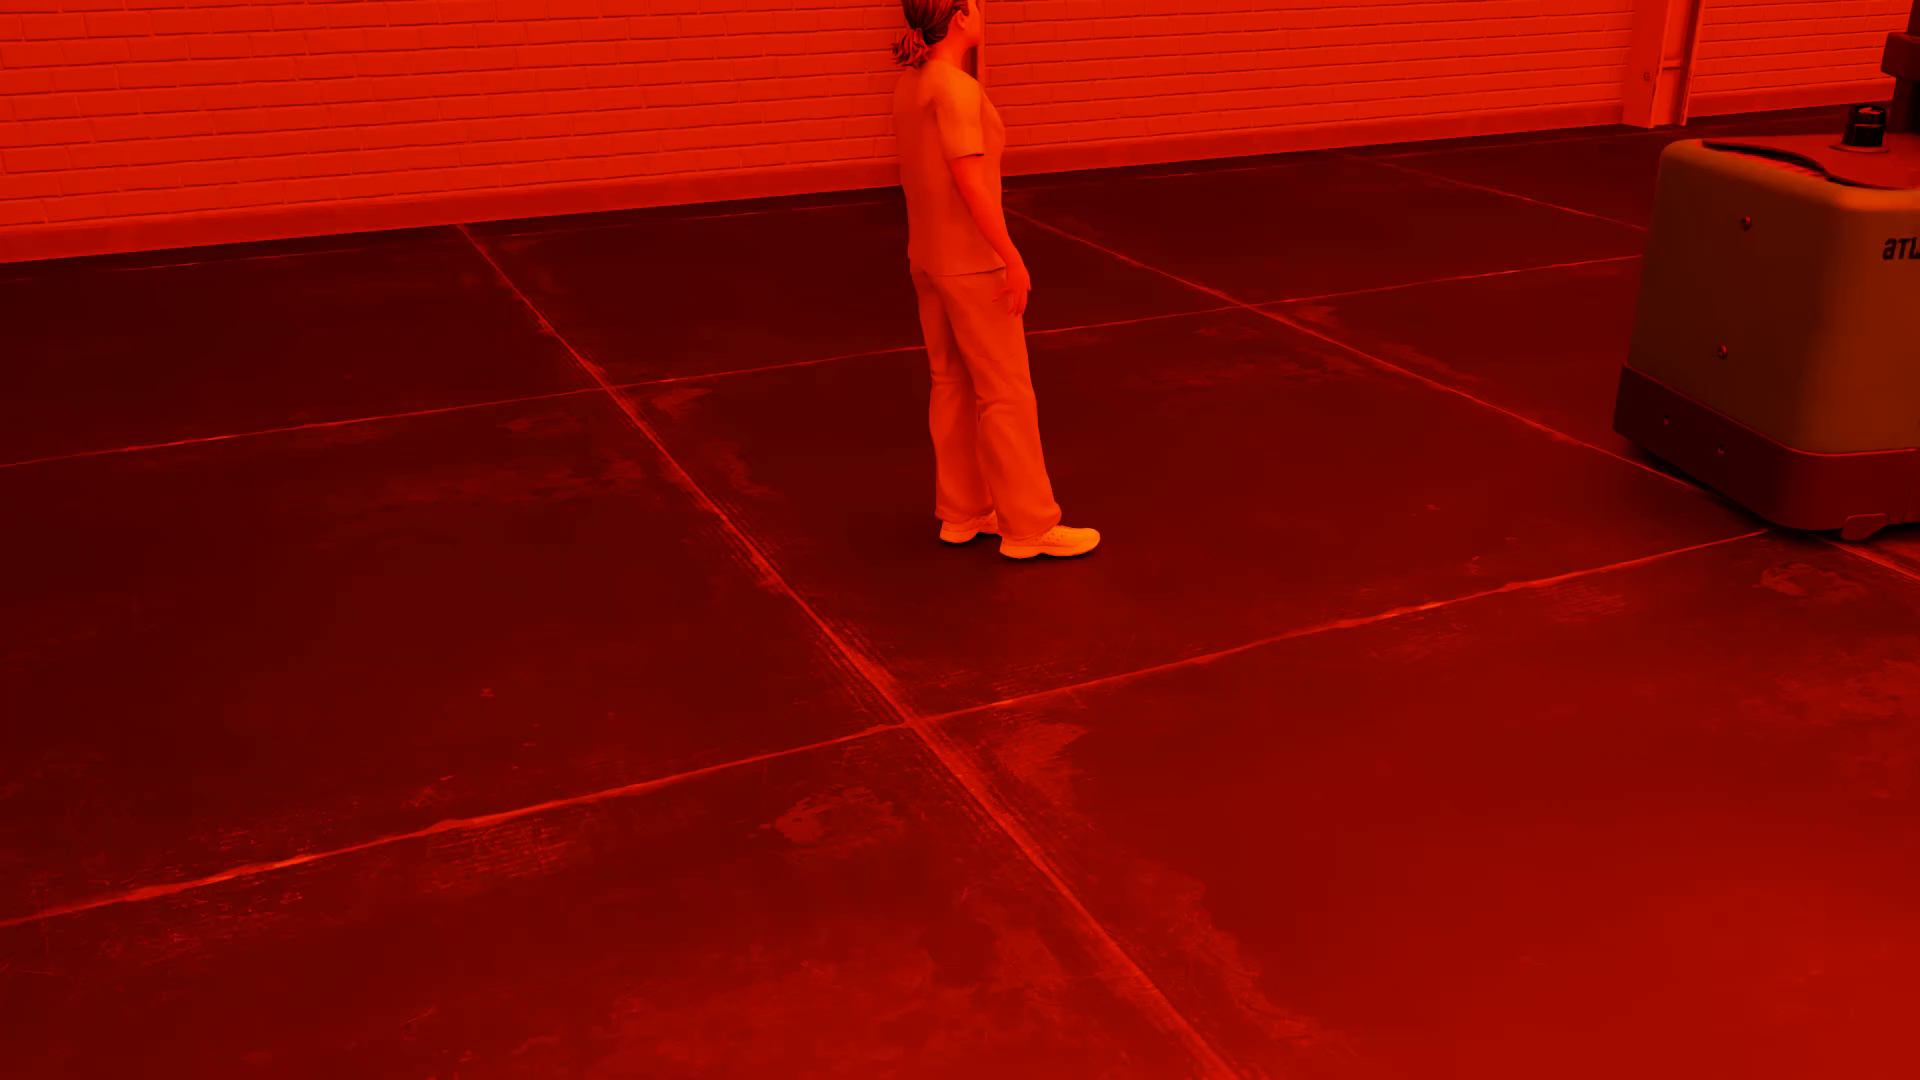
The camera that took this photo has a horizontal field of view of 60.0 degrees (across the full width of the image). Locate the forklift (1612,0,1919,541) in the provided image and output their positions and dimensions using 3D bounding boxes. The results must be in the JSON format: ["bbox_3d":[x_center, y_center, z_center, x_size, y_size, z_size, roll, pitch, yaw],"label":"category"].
[{"bbox_3d":[3.867,-1.615,5.173,3.031,2.935,1.130,-4,23,-10],"label":"forklift"}]

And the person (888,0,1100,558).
[{"bbox_3d":[0.073,-0.788,4.800,0.548,1.672,0.549,-10,25,-23],"label":"person"}]
